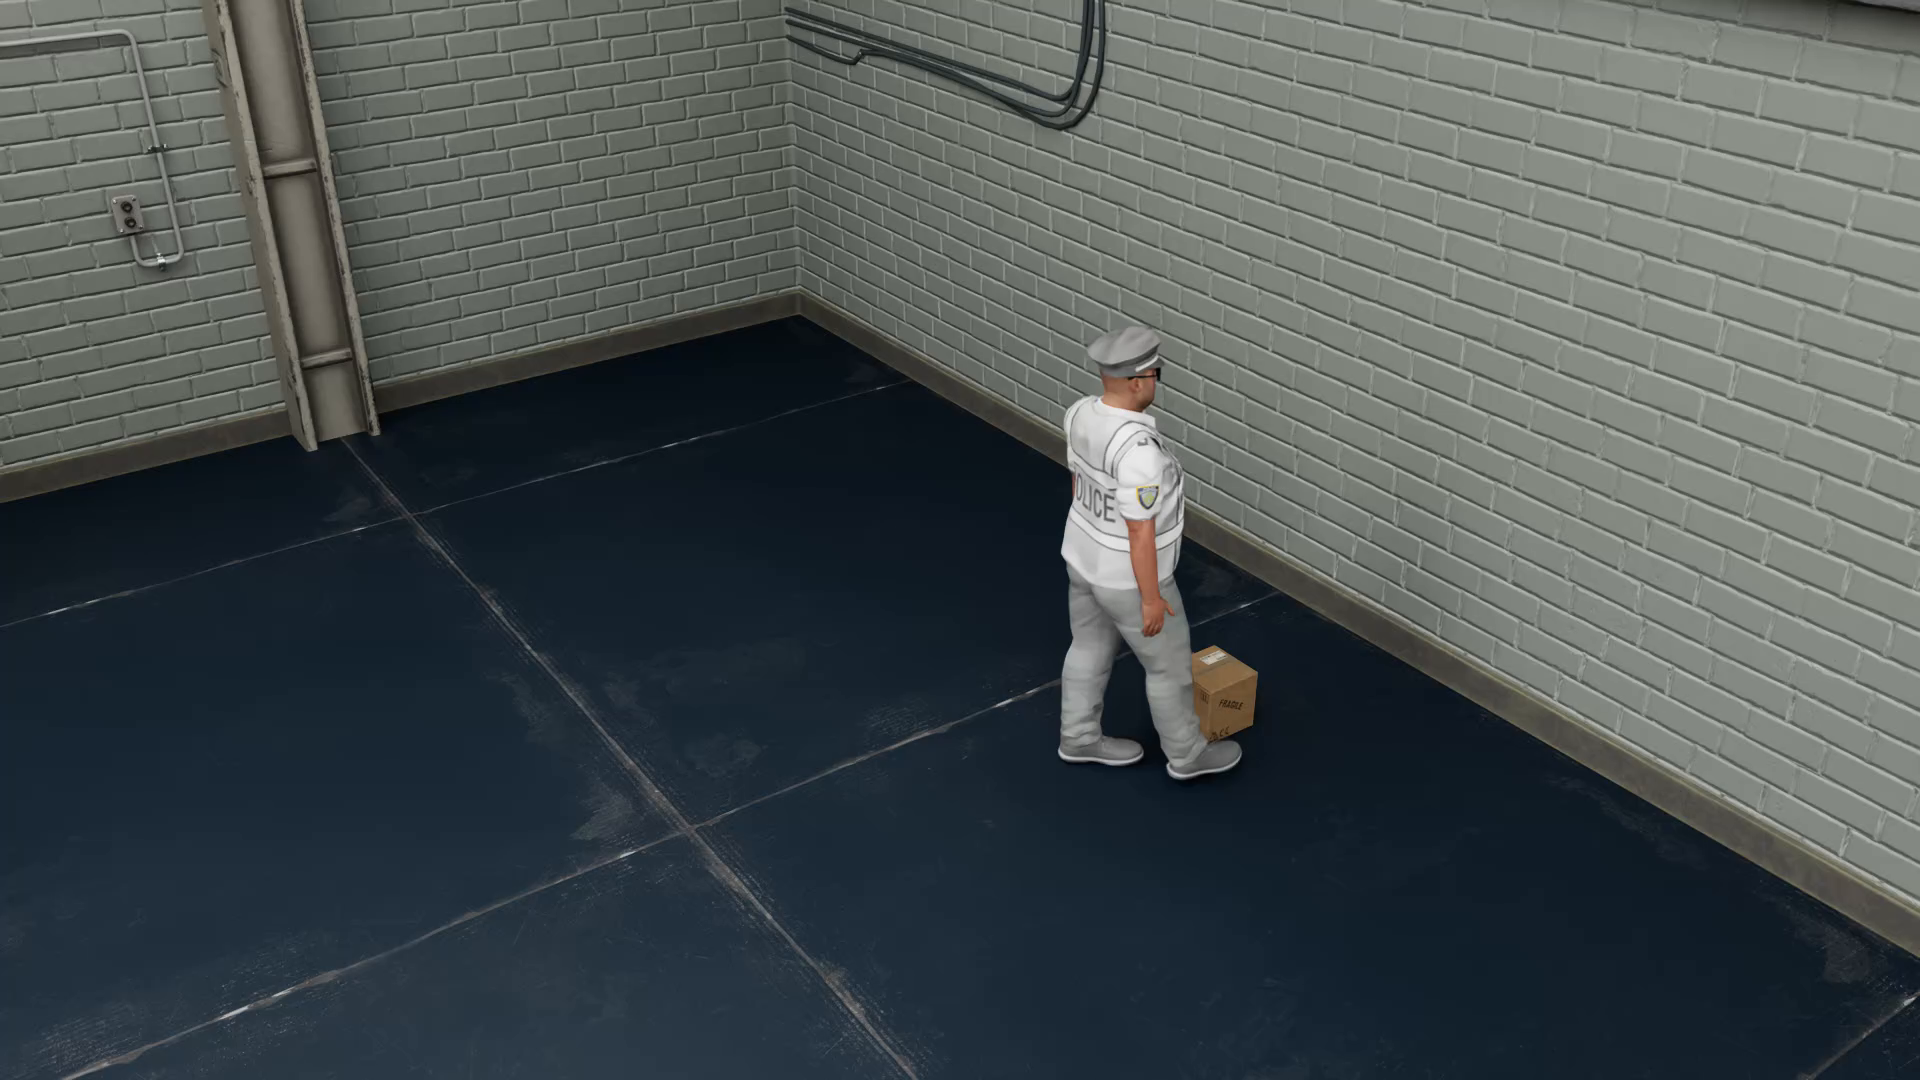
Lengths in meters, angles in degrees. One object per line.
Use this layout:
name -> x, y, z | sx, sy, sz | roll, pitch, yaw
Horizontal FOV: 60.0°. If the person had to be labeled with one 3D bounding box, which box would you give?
person -> 0.703, 0.058, 5.989 | 0.655, 1.755, 0.544 | -13, 31, -23
